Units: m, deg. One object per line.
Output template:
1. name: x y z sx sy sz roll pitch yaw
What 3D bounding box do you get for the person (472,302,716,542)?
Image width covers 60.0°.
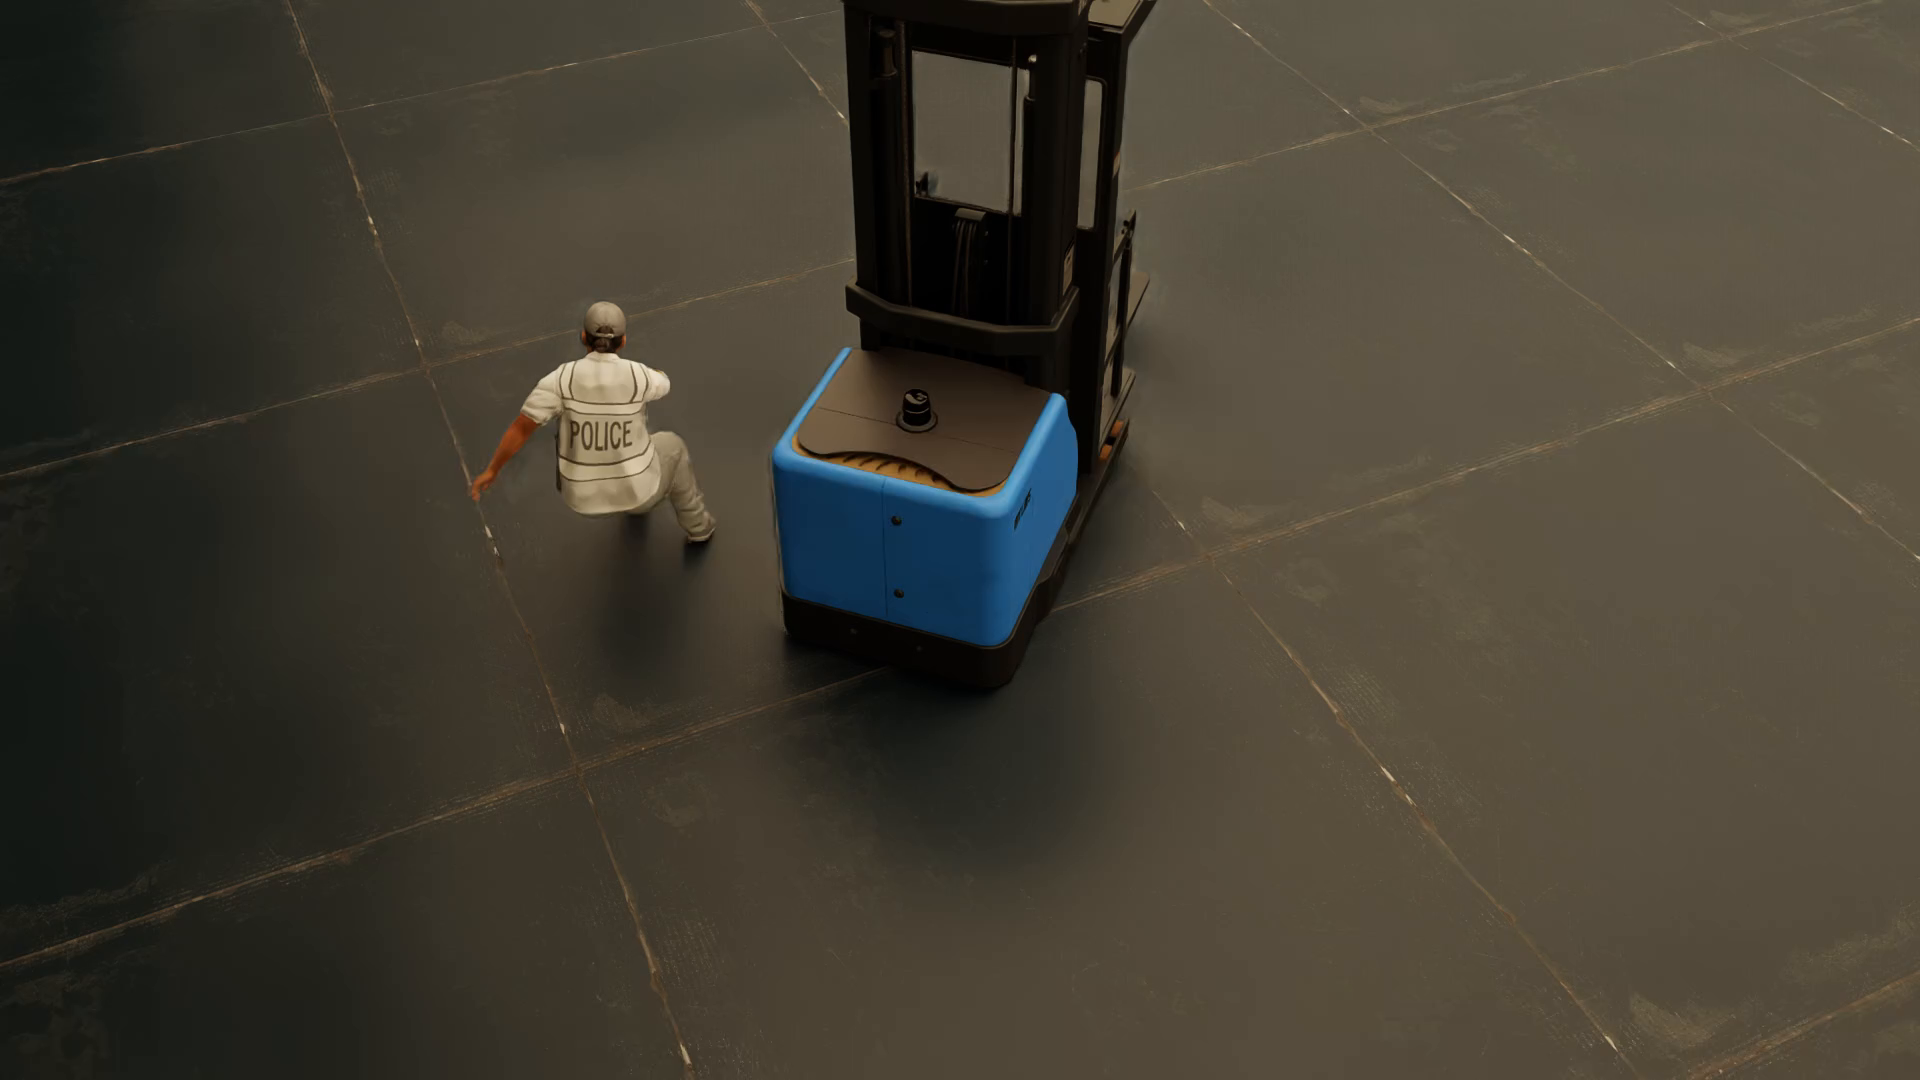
1. person: -1.624 -0.463 7.376 0.960 1.420 0.925 -4 43 -4

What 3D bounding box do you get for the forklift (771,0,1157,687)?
1. forklift: 0.201 -1.466 7.251 1.130 2.935 3.031 14 45 14
